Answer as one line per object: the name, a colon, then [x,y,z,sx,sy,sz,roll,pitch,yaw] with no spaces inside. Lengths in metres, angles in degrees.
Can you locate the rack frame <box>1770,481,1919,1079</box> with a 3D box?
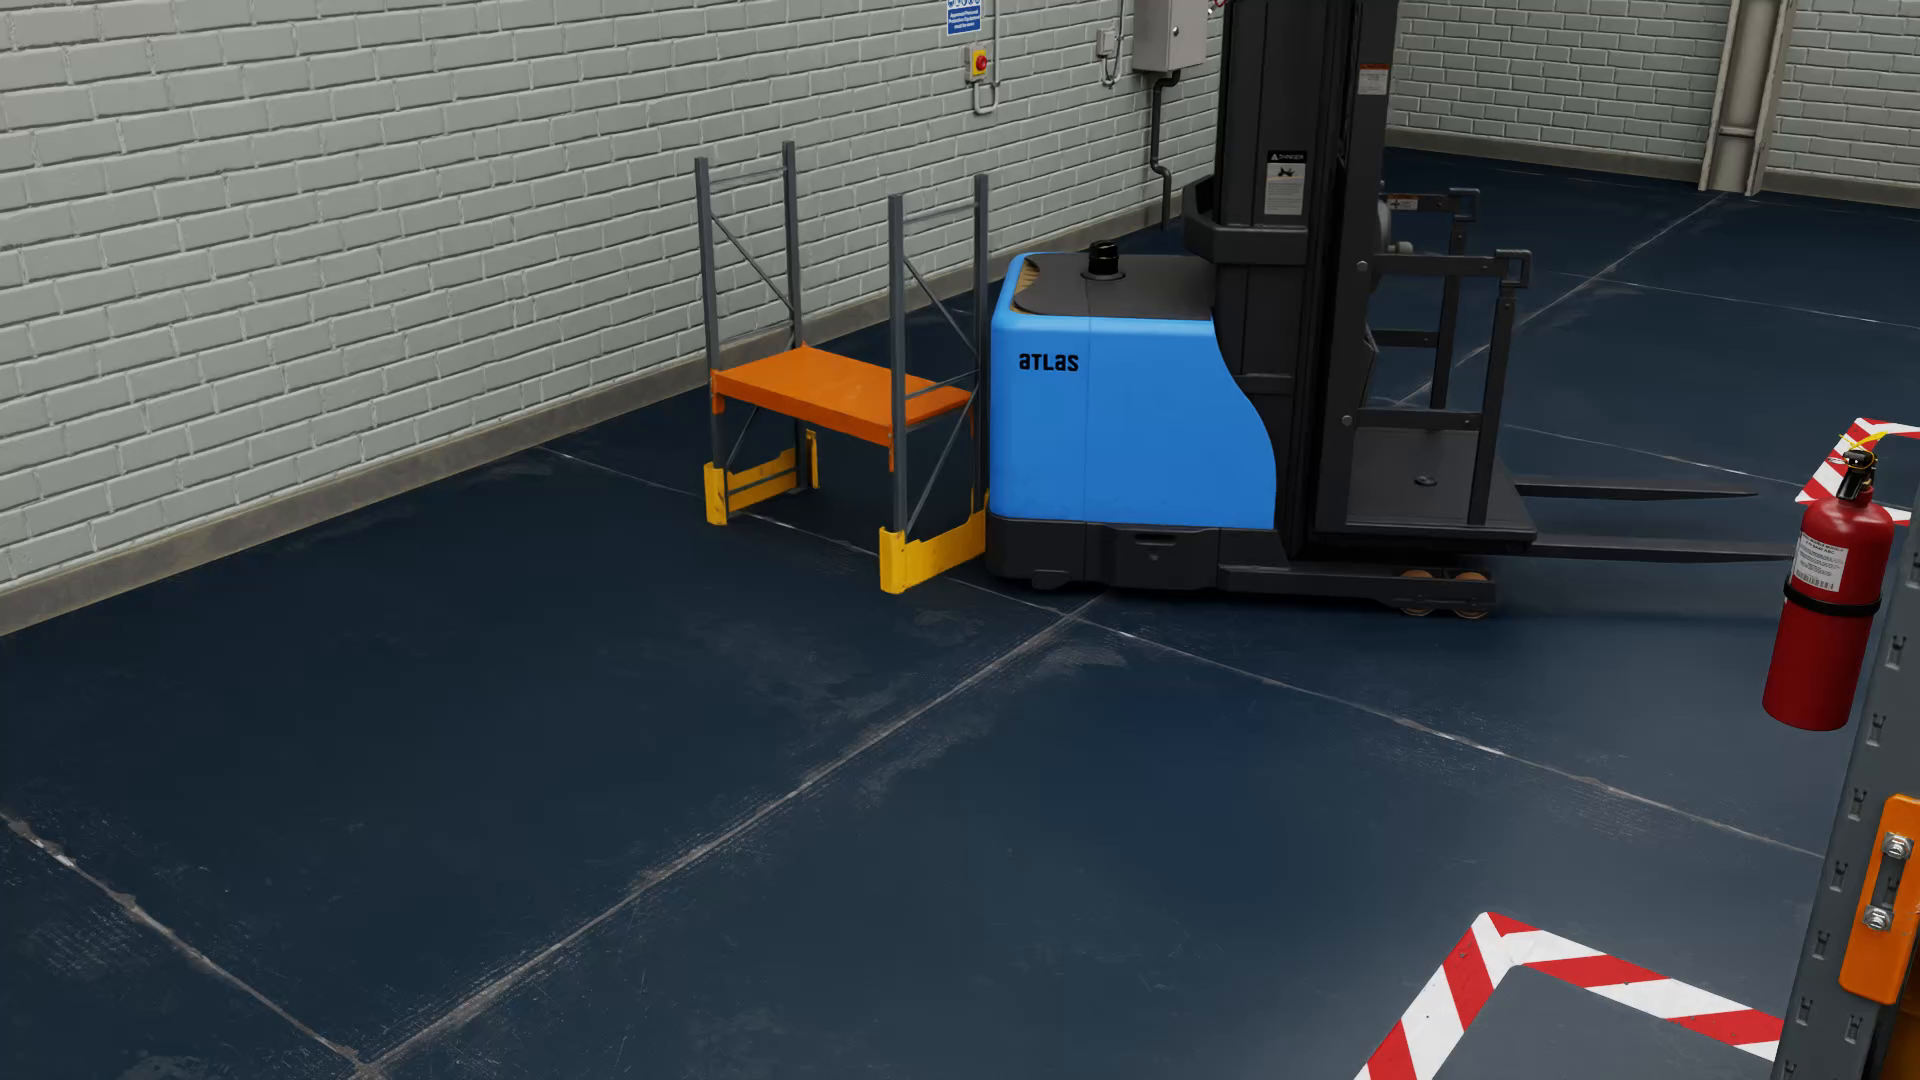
rack frame: [1.739,0.069,2.873,0.053,2.616,0.949,17,29,33]

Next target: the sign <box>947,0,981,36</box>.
sign: [0.025,-3.032,9.577,0.001,0.218,0.327,17,29,33]

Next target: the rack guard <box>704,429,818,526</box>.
rack guard: [-0.837,-0.270,7.052,0.087,0.250,0.587,19,30,37]

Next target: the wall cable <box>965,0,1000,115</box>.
wall cable: [0.103,-3.389,9.422,0.123,1.953,0.585,17,29,33]

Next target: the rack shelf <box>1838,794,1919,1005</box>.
rack shelf: [3.341,0.881,1.923,4.000,0.370,1.077,17,29,33]

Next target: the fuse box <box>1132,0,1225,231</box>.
fuse box: [1.479,-2.962,11.351,0.414,1.711,0.539,17,29,33]

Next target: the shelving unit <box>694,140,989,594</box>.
shelving unit: [-0.462,-0.710,6.500,1.083,1.500,0.587,19,30,37]

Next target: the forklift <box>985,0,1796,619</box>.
forklift: [1.649,-1.280,6.019,3.031,2.935,1.130,3,24,6]

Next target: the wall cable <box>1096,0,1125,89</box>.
wall cable: [0.944,-3.835,10.473,0.122,1.984,0.588,17,29,33]

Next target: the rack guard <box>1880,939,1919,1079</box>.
rack guard: [1.802,1.230,3.338,0.348,0.500,1.175,17,29,33]

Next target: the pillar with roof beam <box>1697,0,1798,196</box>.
pillar with roof beam: [3.404,-5.455,7.970,0.400,9.000,9.100,17,29,33]

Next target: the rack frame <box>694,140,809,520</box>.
rack frame: [-0.838,-0.842,6.801,0.032,1.500,0.500,19,30,37]

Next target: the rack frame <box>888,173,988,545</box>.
rack frame: [-0.073,-0.572,6.188,0.032,1.500,0.500,19,30,37]

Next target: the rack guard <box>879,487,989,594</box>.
rack guard: [-0.087,-0.005,6.452,0.087,0.250,0.587,19,30,37]

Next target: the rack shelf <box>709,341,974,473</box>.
rack shelf: [-0.455,-0.543,6.567,1.000,0.185,0.538,19,30,37]

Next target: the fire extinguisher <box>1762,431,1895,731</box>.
fire extinguisher: [1.816,0.064,3.442,0.183,0.674,0.296,17,29,33]
